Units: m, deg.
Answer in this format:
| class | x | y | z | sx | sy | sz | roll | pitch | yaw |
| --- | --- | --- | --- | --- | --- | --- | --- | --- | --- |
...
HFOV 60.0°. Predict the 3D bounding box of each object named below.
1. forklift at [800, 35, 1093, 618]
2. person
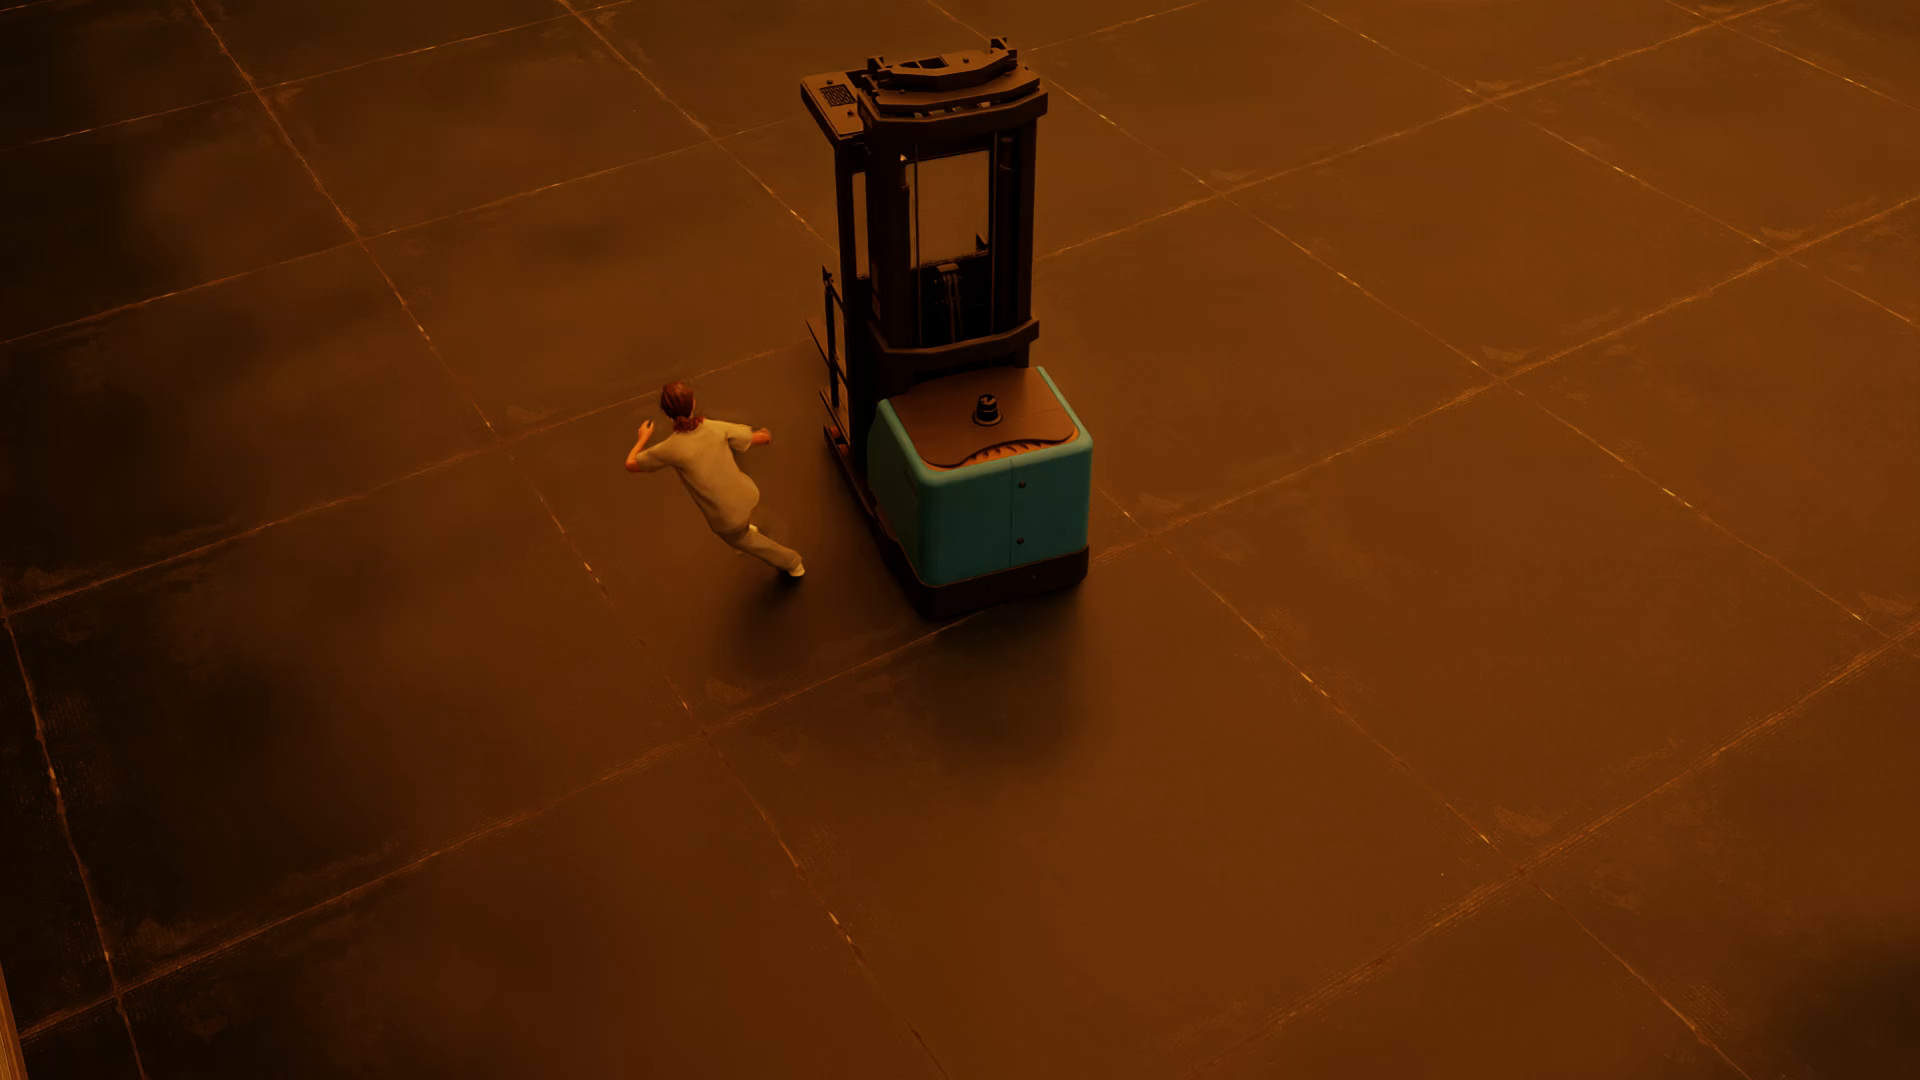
| class | x | y | z | sx | sy | sz | roll | pitch | yaw |
| --- | --- | --- | --- | --- | --- | --- | --- | --- | --- |
| forklift | -0.234 | -1.640 | 9.747 | 1.130 | 2.935 | 3.031 | -14 | 43 | -15 |
| person | -1.392 | -0.333 | 9.376 | 0.804 | 1.437 | 0.869 | 30 | 49 | 30 |
